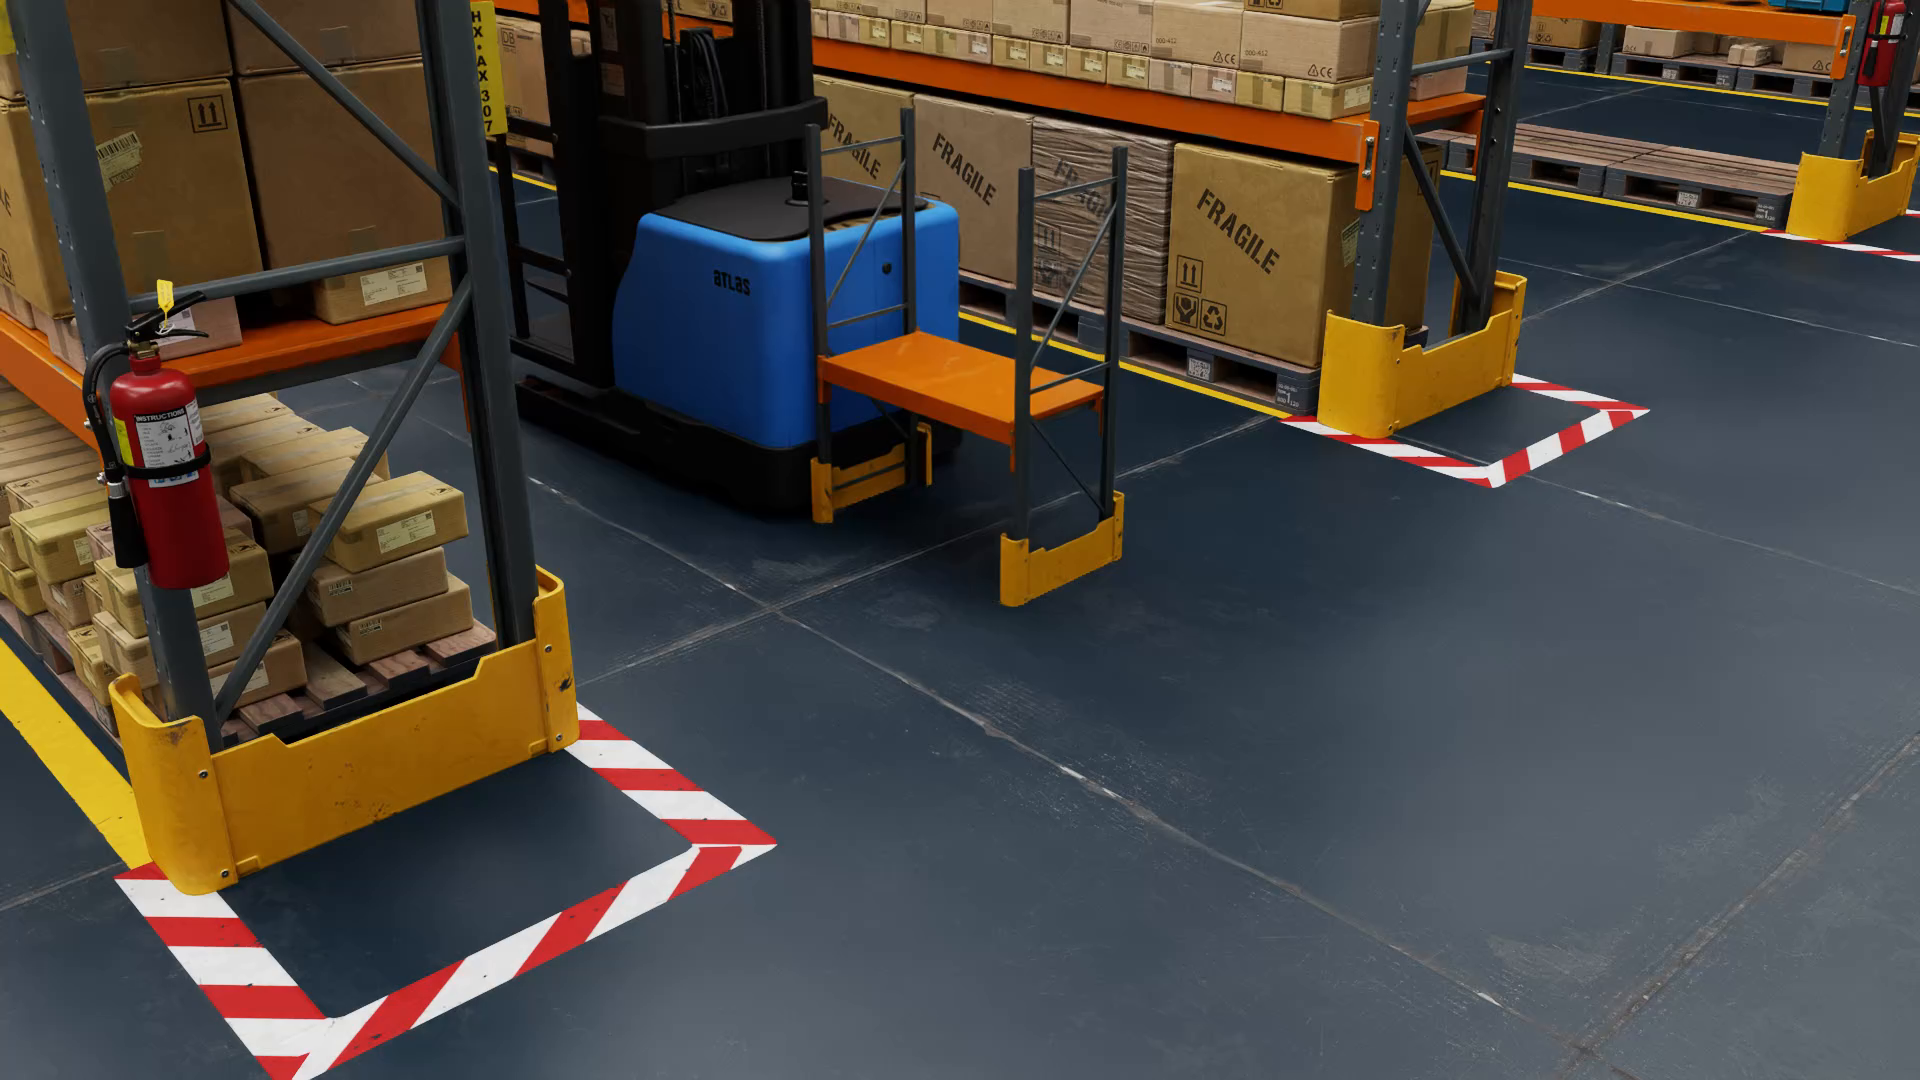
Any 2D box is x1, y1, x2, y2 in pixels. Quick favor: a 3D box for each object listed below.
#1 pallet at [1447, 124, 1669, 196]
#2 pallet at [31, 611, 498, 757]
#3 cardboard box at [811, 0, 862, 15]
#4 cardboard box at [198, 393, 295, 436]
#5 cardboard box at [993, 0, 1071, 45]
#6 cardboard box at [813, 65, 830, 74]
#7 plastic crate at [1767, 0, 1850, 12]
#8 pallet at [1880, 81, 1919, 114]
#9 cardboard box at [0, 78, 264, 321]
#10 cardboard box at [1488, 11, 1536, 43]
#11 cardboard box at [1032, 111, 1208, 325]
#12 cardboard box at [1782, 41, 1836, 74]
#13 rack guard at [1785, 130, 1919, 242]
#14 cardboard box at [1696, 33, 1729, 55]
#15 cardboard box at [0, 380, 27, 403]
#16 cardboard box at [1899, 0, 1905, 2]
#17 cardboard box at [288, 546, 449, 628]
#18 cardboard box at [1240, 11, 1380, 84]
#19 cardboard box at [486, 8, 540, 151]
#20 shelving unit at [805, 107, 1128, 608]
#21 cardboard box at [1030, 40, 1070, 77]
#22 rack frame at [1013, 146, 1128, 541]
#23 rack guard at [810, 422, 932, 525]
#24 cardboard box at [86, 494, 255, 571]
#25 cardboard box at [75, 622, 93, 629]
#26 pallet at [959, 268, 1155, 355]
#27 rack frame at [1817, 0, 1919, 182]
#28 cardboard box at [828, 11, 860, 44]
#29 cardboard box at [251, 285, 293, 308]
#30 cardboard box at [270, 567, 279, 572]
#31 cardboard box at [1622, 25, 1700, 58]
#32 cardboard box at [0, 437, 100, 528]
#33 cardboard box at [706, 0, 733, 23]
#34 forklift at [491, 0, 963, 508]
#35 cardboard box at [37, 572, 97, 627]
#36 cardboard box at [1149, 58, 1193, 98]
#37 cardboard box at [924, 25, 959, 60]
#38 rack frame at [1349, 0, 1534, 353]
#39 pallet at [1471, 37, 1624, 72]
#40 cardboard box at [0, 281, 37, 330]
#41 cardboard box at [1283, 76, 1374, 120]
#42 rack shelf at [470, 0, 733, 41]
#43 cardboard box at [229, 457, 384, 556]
[{"bbox_3d":[4.340,-2.781,12.092,1.003,0.211,1.213,-21,32,-38],"label":"pallet"},{"bbox_3d":[-2.181,0.352,5.225,1.003,0.211,1.213,-21,32,-38],"label":"pallet"},{"bbox_3d":[-0.514,-3.077,9.202,0.500,0.250,0.500,-22,32,-39],"label":"cardboard box"},{"bbox_3d":[-2.477,-0.358,5.633,0.380,0.149,0.250,-20,31,-37],"label":"cardboard box"},{"bbox_3d":[0.512,-2.618,8.196,0.500,0.250,0.500,-21,32,-38],"label":"cardboard box"},{"bbox_3d":[-1.096,-2.639,10.474,1.225,0.875,0.875,-21,32,-38],"label":"cardboard box"},{"bbox_3d":[5.340,-3.511,10.218,0.616,0.435,0.499,-21,32,-38],"label":"plastic crate"},{"bbox_3d":[8.726,-3.819,14.367,1.003,0.211,1.213,-21,32,-38],"label":"pallet"},{"bbox_3d":[-2.095,-0.882,4.090,0.500,0.500,0.500,-20,32,-37],"label":"cardboard box"},{"bbox_3d":[5.712,-5.319,16.776,0.500,0.500,0.500,-21,32,-38],"label":"cardboard box"},{"bbox_3d":[0.972,-1.686,8.385,0.875,0.875,0.875,-21,32,-38],"label":"cardboard box"},{"bbox_3d":[7.878,-4.532,15.048,0.797,0.503,0.637,-21,32,-38],"label":"cardboard box"},{"bbox_3d":[5.731,-2.279,10.642,1.175,0.500,0.348,-21,32,-38],"label":"rack guard"},{"bbox_3d":[7.186,-5.006,16.091,0.500,0.500,0.500,-21,32,-38],"label":"cardboard box"},{"bbox_3d":[-3.340,-0.456,5.849,0.250,0.149,0.380,22,33,40],"label":"cardboard box"},{"bbox_3d":[10.640,-6.240,18.820,0.700,0.500,0.500,-21,32,-38],"label":"cardboard box"},{"bbox_3d":[-1.770,0.101,4.985,0.380,0.149,0.250,-20,31,-36],"label":"cardboard box"},{"bbox_3d":[1.565,-2.153,7.178,0.500,0.250,0.500,-22,32,-39],"label":"cardboard box"},{"bbox_3d":[-2.921,-3.448,12.247,0.875,0.875,1.225,22,32,39],"label":"cardboard box"},{"bbox_3d":[0.012,-0.689,5.953,1.083,1.500,0.587,22,33,40],"label":"shelving unit"},{"bbox_3d":[0.562,-2.378,8.151,0.380,0.149,0.250,-20,32,-37],"label":"cardboard box"},{"bbox_3d":[0.367,-0.543,5.633,0.032,1.500,0.500,22,33,40],"label":"rack frame"},{"bbox_3d":[-0.342,-0.266,6.531,0.087,0.250,0.587,22,33,40],"label":"rack guard"},{"bbox_3d":[-2.276,0.016,4.812,0.380,0.149,0.250,-20,32,-37],"label":"cardboard box"},{"bbox_3d":[-2.479,0.214,5.096,0.380,0.149,0.250,-21,32,-39],"label":"cardboard box"},{"bbox_3d":[0.657,-1.335,8.923,1.003,0.211,1.213,-21,32,-38],"label":"pallet"},{"bbox_3d":[5.705,-3.419,10.131,1.000,3.000,0.127,-21,32,-38],"label":"rack frame"},{"bbox_3d":[-0.505,-2.848,9.182,0.250,0.149,0.380,23,33,40],"label":"cardboard box"},{"bbox_3d":[-1.786,-0.780,4.649,0.380,0.149,0.250,-20,31,-37],"label":"cardboard box"},{"bbox_3d":[-2.137,0.089,5.369,0.380,0.149,0.250,-21,32,-38],"label":"cardboard box"},{"bbox_3d":[6.719,-4.824,15.919,0.500,0.311,0.500,-21,32,-38],"label":"cardboard box"},{"bbox_3d":[-2.901,-0.188,5.260,0.380,0.149,0.250,-20,31,-37],"label":"cardboard box"},{"bbox_3d":[-1.163,-3.336,9.828,0.500,0.500,0.500,-21,32,-38],"label":"cardboard box"},{"bbox_3d":[-1.391,-1.969,7.034,3.031,2.935,1.130,22,33,40],"label":"forklift"},{"bbox_3d":[-2.525,0.097,4.994,0.250,0.149,0.380,22,33,40],"label":"cardboard box"},{"bbox_3d":[1.086,-2.145,7.642,0.380,0.149,0.250,-21,32,-38],"label":"cardboard box"},{"bbox_3d":[0.032,-2.612,8.664,0.380,0.149,0.250,-22,32,-39],"label":"cardboard box"},{"bbox_3d":[2.090,-2.014,7.051,1.000,3.000,0.127,-21,32,-38],"label":"rack frame"},{"bbox_3d":[6.006,-5.002,16.961,1.003,0.211,1.213,-21,32,-38],"label":"pallet"},{"bbox_3d":[-2.354,-0.700,4.473,0.380,0.149,0.250,-22,32,-39],"label":"cardboard box"},{"bbox_3d":[1.606,-1.915,7.135,0.380,0.149,0.250,-20,32,-38],"label":"cardboard box"},{"bbox_3d":[-2.011,-3.505,11.185,1.077,0.370,4.000,-21,32,-38],"label":"rack shelf"},{"bbox_3d":[-1.986,-0.107,5.083,0.380,0.149,0.250,-21,32,-38],"label":"cardboard box"}]
